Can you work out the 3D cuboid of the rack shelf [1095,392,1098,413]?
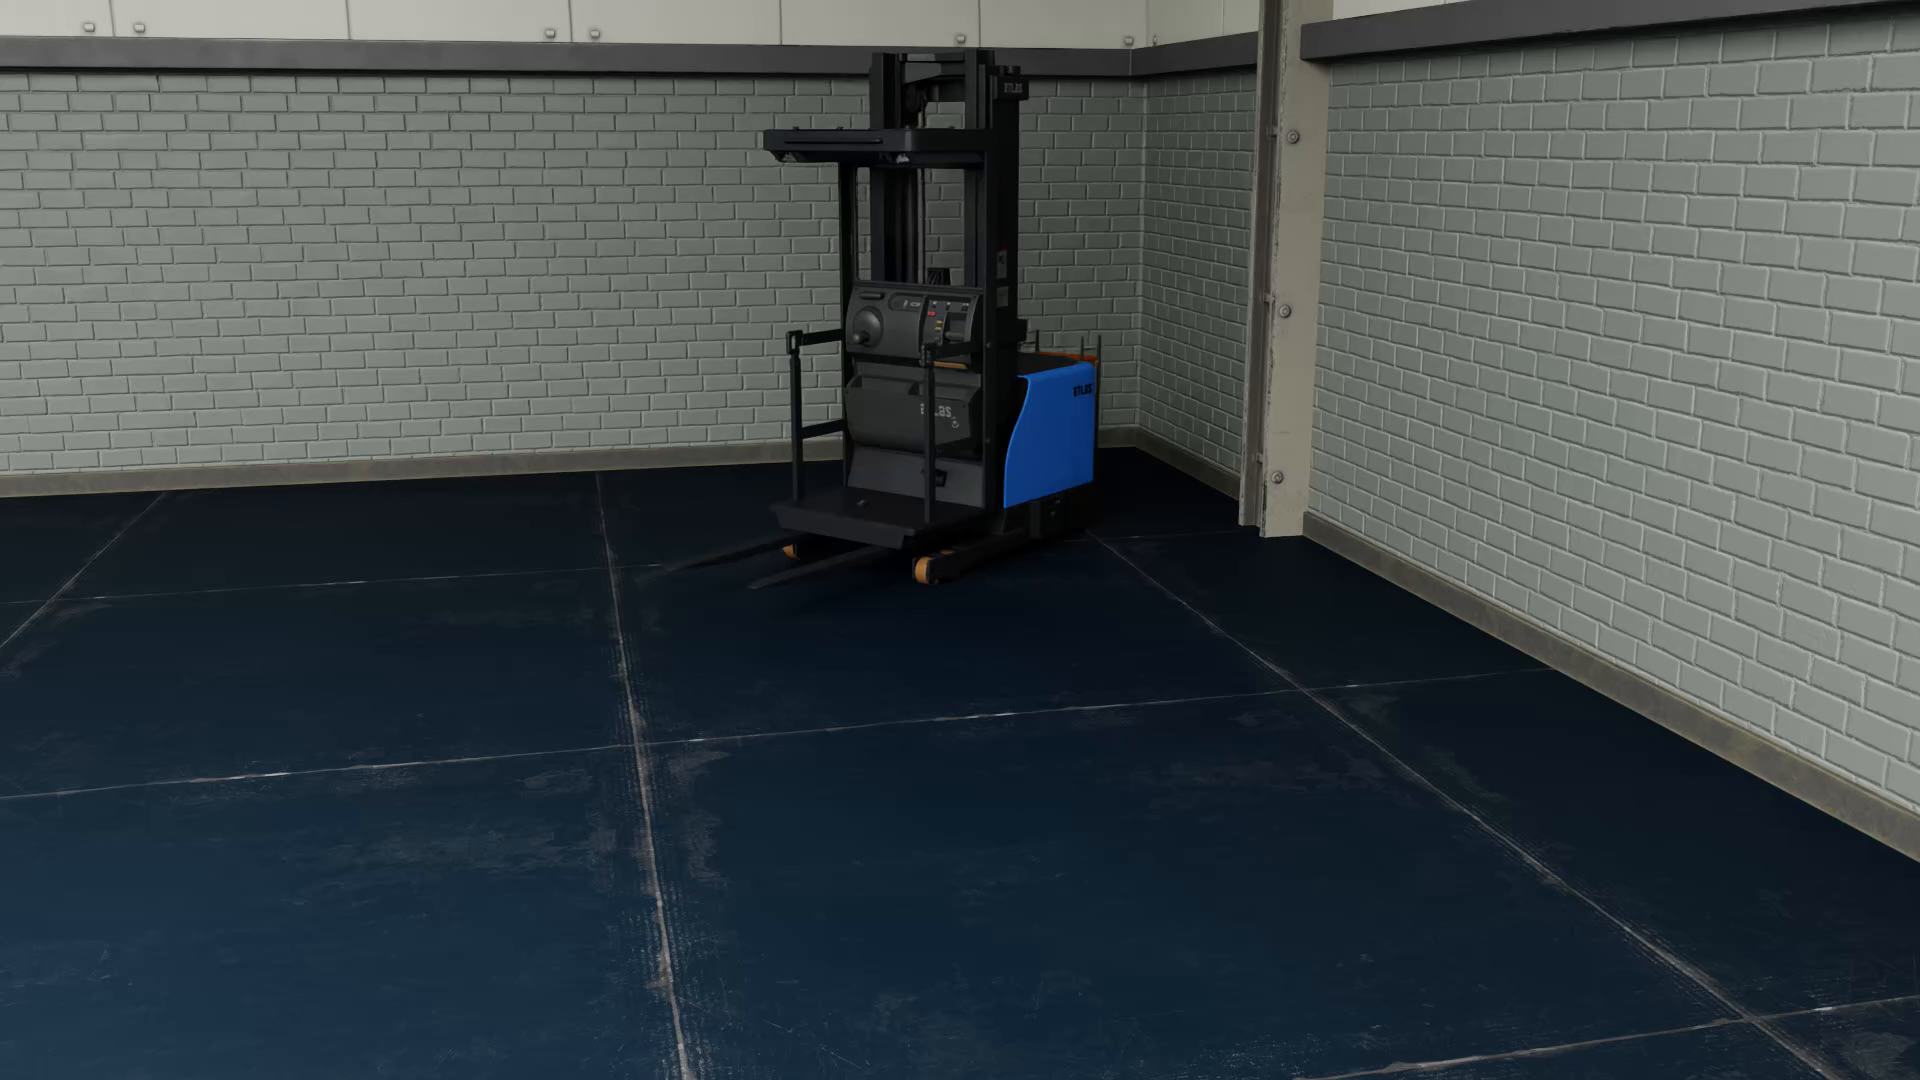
[{"bbox_3d":[0.645,-0.923,11.005,0.480,0.148,0.258,10,15,35],"label":"rack shelf"}]

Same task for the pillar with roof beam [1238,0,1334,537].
[{"bbox_3d":[-2.171,-4.202,8.668,9.100,9.000,0.400,-3,14,-13],"label":"pillar with roof beam"}]

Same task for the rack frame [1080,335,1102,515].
[{"bbox_3d":[0.840,-0.737,10.899,0.015,1.200,0.240,10,15,35],"label":"rack frame"}]

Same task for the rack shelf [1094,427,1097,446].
[{"bbox_3d":[0.642,-0.705,11.053,0.480,0.148,0.258,10,15,35],"label":"rack shelf"}]

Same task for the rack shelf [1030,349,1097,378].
[{"bbox_3d":[0.649,-1.154,10.954,0.480,0.148,0.258,10,15,35],"label":"rack shelf"}]

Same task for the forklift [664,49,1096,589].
[{"bbox_3d":[-0.409,-1.297,9.562,1.130,2.935,3.031,10,17,35],"label":"forklift"}]

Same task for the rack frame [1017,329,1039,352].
[{"bbox_3d":[0.446,-0.805,11.178,0.015,1.200,0.240,10,15,35],"label":"rack frame"}]

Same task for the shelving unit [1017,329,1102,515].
[{"bbox_3d":[0.643,-0.771,11.039,0.503,1.200,0.258,10,15,35],"label":"shelving unit"}]
